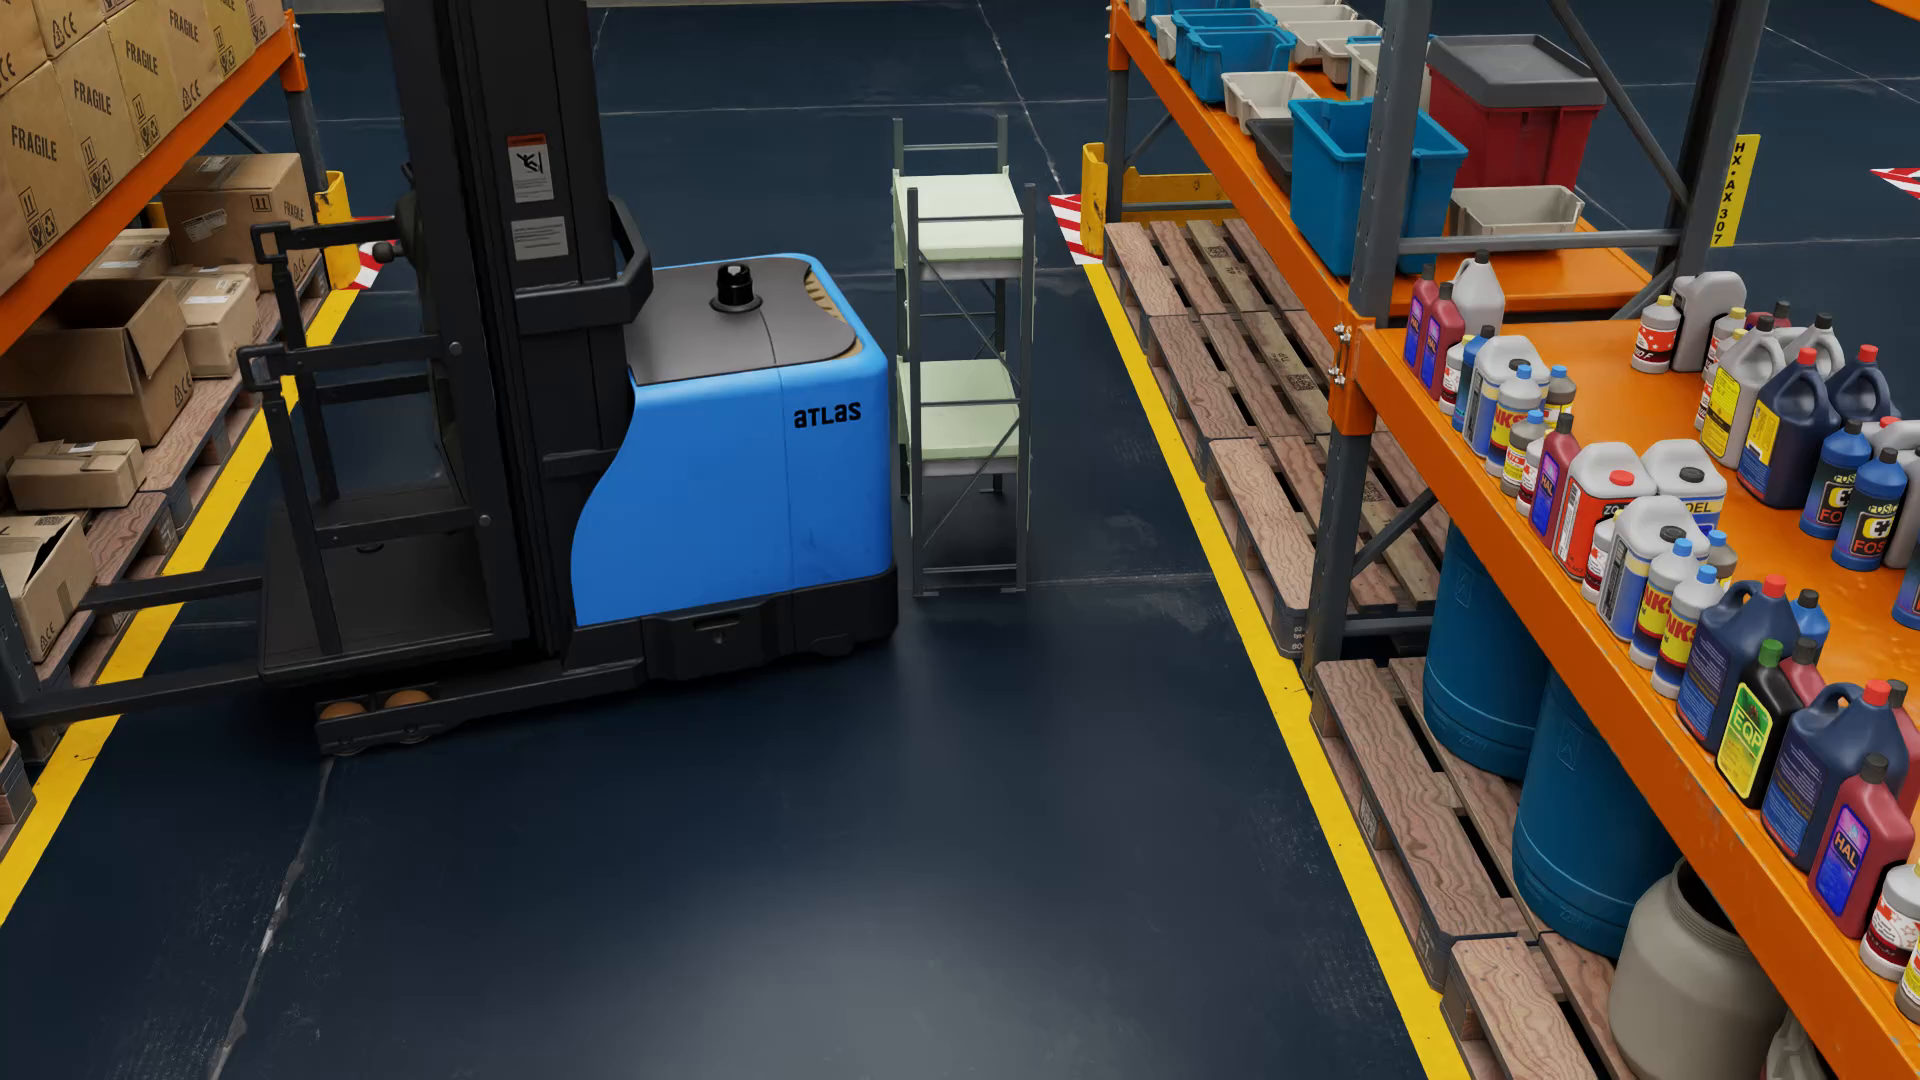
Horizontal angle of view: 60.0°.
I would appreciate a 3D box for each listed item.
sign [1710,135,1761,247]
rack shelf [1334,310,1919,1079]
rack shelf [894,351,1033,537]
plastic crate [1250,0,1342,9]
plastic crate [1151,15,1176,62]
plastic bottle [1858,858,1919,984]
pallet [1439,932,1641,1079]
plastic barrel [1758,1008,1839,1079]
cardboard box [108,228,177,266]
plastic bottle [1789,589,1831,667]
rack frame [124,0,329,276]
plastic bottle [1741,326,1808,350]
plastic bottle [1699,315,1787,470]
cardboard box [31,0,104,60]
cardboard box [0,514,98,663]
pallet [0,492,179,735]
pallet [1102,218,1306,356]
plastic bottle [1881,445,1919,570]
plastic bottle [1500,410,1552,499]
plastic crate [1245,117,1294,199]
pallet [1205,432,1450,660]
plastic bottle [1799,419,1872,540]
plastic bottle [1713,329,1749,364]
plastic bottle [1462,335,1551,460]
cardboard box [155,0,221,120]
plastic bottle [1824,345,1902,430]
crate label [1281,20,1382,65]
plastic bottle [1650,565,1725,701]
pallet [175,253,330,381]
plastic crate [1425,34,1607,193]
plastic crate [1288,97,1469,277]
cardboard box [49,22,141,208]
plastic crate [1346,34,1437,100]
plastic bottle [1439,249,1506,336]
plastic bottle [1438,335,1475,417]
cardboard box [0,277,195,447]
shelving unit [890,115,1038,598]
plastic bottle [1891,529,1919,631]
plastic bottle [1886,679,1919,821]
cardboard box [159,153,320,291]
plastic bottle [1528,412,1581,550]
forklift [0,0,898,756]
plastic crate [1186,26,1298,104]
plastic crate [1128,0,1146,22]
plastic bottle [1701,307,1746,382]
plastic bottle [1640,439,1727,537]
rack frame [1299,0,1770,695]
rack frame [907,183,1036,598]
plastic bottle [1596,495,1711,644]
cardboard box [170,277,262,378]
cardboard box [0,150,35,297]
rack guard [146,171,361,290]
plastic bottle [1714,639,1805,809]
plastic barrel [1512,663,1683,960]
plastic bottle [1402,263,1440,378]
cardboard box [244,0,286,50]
[{"bbox_3d":[2.177,-0.985,4.704,0.100,0.325,0.005,-3,31,-5],"label":"sign"},{"bbox_3d":[1.816,0.489,3.208,1.077,0.370,4.000,-3,31,-5],"label":"rack shelf"},{"bbox_3d":[0.001,-0.361,6.027,0.431,0.370,0.720,-3,31,-5],"label":"rack shelf"},{"bbox_3d":[1.511,-2.388,7.522,0.396,0.136,0.243,-3,31,-5],"label":"plastic crate"},{"bbox_3d":[0.961,-2.140,7.106,0.250,0.136,0.298,-3,31,-5],"label":"plastic crate"},{"bbox_3d":[1.462,0.575,2.556,0.097,0.201,0.097,0,31,0],"label":"plastic bottle"},{"bbox_3d":[1.777,1.376,3.740,1.003,0.211,1.213,-3,31,-5],"label":"pallet"},{"bbox_3d":[1.834,1.231,3.207,0.600,0.588,0.708,-3,31,-5],"label":"plastic barrel"},{"bbox_3d":[-3.980,-1.382,7.990,0.380,0.149,0.250,-3,31,-5],"label":"cardboard box"},{"bbox_3d":[1.546,0.213,3.094,0.097,0.271,0.097,0,31,0],"label":"plastic bottle"},{"bbox_3d":[-3.677,-2.648,7.758,1.000,3.000,0.127,-3,31,-5],"label":"rack frame"},{"bbox_3d":[2.022,-0.415,4.141,0.152,0.276,0.135,-3,31,-5],"label":"plastic bottle"},{"bbox_3d":[1.897,-0.359,3.974,0.144,0.351,0.185,-3,31,-5],"label":"plastic bottle"},{"bbox_3d":[-3.163,-1.858,5.362,0.500,0.500,0.500,-4,31,-6],"label":"cardboard box"},{"bbox_3d":[-3.127,0.135,5.291,0.500,0.311,0.500,-3,31,-5],"label":"cardboard box"},{"bbox_3d":[-3.366,0.241,5.641,1.003,0.211,1.213,-3,31,-5],"label":"pallet"},{"bbox_3d":[1.293,-1.263,8.159,1.003,0.211,1.213,-3,31,-5],"label":"pallet"},{"bbox_3d":[2.081,-0.089,3.595,0.152,0.276,0.135,-3,31,-5],"label":"plastic bottle"},{"bbox_3d":[1.320,-0.204,3.860,0.097,0.201,0.097,0,31,0],"label":"plastic bottle"},{"bbox_3d":[1.257,-1.307,5.723,0.437,0.125,0.590,-3,31,-5],"label":"plastic crate"},{"bbox_3d":[1.521,-0.017,6.073,1.003,0.211,1.213,-3,31,-5],"label":"pallet"},{"bbox_3d":[1.946,-0.141,3.686,0.097,0.271,0.097,0,31,0],"label":"plastic bottle"},{"bbox_3d":[1.977,-0.441,4.257,0.097,0.201,0.097,0,31,0],"label":"plastic bottle"},{"bbox_3d":[1.327,-0.346,4.026,0.152,0.276,0.135,-3,31,-5],"label":"plastic bottle"},{"bbox_3d":[-3.271,-1.955,6.501,0.500,0.500,0.500,-3,31,-4],"label":"cardboard box"},{"bbox_3d":[2.058,-0.272,3.828,0.144,0.351,0.185,-3,31,-5],"label":"plastic bottle"},{"bbox_3d":[1.575,-2.098,7.037,0.396,0.136,0.243,-3,31,-5],"label":"crate label"},{"bbox_3d":[1.394,0.170,3.165,0.097,0.271,0.097,0,31,0],"label":"plastic bottle"},{"bbox_3d":[-3.594,-1.005,7.726,1.003,0.211,1.213,-3,31,-5],"label":"pallet"},{"bbox_3d":[1.795,-1.362,5.484,0.402,0.464,0.583,-3,31,-5],"label":"plastic crate"},{"bbox_3d":[1.246,-1.082,5.093,0.392,0.384,0.575,-3,31,-5],"label":"plastic crate"},{"bbox_3d":[-3.175,-1.439,5.636,0.500,0.500,0.500,-3,31,-5],"label":"cardboard box"},{"bbox_3d":[1.702,-1.801,6.444,0.416,0.233,0.300,-3,31,-5],"label":"plastic crate"},{"bbox_3d":[1.343,-0.604,4.384,0.144,0.351,0.185,-3,31,-5],"label":"plastic bottle"},{"bbox_3d":[1.280,-0.422,4.225,0.097,0.201,0.097,0,31,0],"label":"plastic bottle"},{"bbox_3d":[-3.484,-0.682,6.471,0.797,0.503,0.637,-3,31,-5],"label":"cardboard box"},{"bbox_3d":[0.001,-0.640,5.860,0.431,1.500,0.755,-3,31,-5],"label":"shelving unit"},{"bbox_3d":[1.980,0.047,3.372,0.097,0.271,0.097,0,31,0],"label":"plastic bottle"},{"bbox_3d":[1.559,0.380,2.802,0.061,0.283,0.133,-3,31,-5],"label":"plastic bottle"},{"bbox_3d":[-3.381,-1.498,7.841,0.500,0.500,0.500,-3,31,-5],"label":"cardboard box"},{"bbox_3d":[1.321,-0.130,3.656,0.061,0.283,0.133,-3,31,-5],"label":"plastic bottle"},{"bbox_3d":[-1.784,-0.896,4.892,3.031,2.935,1.130,-10,32,-16],"label":"forklift"},{"bbox_3d":[1.101,-1.870,6.560,0.416,0.233,0.300,-3,31,-5],"label":"plastic crate"},{"bbox_3d":[0.898,-2.486,7.686,0.250,0.136,0.298,-3,31,-5],"label":"plastic crate"},{"bbox_3d":[2.026,-0.512,4.376,0.097,0.201,0.097,0,31,0],"label":"plastic bottle"},{"bbox_3d":[1.531,-0.068,3.559,0.152,0.276,0.135,-3,31,-5],"label":"plastic bottle"},{"bbox_3d":[1.629,-0.841,4.733,1.000,3.000,0.127,-3,31,-5],"label":"rack frame"},{"bbox_3d":[0.035,-0.454,5.547,0.400,1.500,0.023,-3,31,-5],"label":"rack frame"},{"bbox_3d":[1.401,0.058,3.349,0.152,0.276,0.135,-3,31,-5],"label":"plastic bottle"},{"bbox_3d":[-3.322,-0.904,7.091,0.500,0.250,0.500,-3,31,-5],"label":"cardboard box"},{"bbox_3d":[-3.080,-0.922,4.771,0.500,0.500,0.500,-2,31,-3],"label":"cardboard box"},{"bbox_3d":[-3.670,-1.536,8.334,1.175,0.500,0.348,-3,31,-5],"label":"rack guard"},{"bbox_3d":[1.403,0.319,2.904,0.061,0.283,0.133,-3,31,-5],"label":"plastic bottle"},{"bbox_3d":[1.729,0.520,4.092,0.600,0.901,0.708,-3,31,-5],"label":"plastic barrel"},{"bbox_3d":[1.238,-0.583,4.415,0.061,0.283,0.133,-3,31,-5],"label":"plastic bottle"},{"bbox_3d":[-3.364,-2.475,7.371,0.500,0.500,0.500,-2,31,-3],"label":"cardboard box"}]
